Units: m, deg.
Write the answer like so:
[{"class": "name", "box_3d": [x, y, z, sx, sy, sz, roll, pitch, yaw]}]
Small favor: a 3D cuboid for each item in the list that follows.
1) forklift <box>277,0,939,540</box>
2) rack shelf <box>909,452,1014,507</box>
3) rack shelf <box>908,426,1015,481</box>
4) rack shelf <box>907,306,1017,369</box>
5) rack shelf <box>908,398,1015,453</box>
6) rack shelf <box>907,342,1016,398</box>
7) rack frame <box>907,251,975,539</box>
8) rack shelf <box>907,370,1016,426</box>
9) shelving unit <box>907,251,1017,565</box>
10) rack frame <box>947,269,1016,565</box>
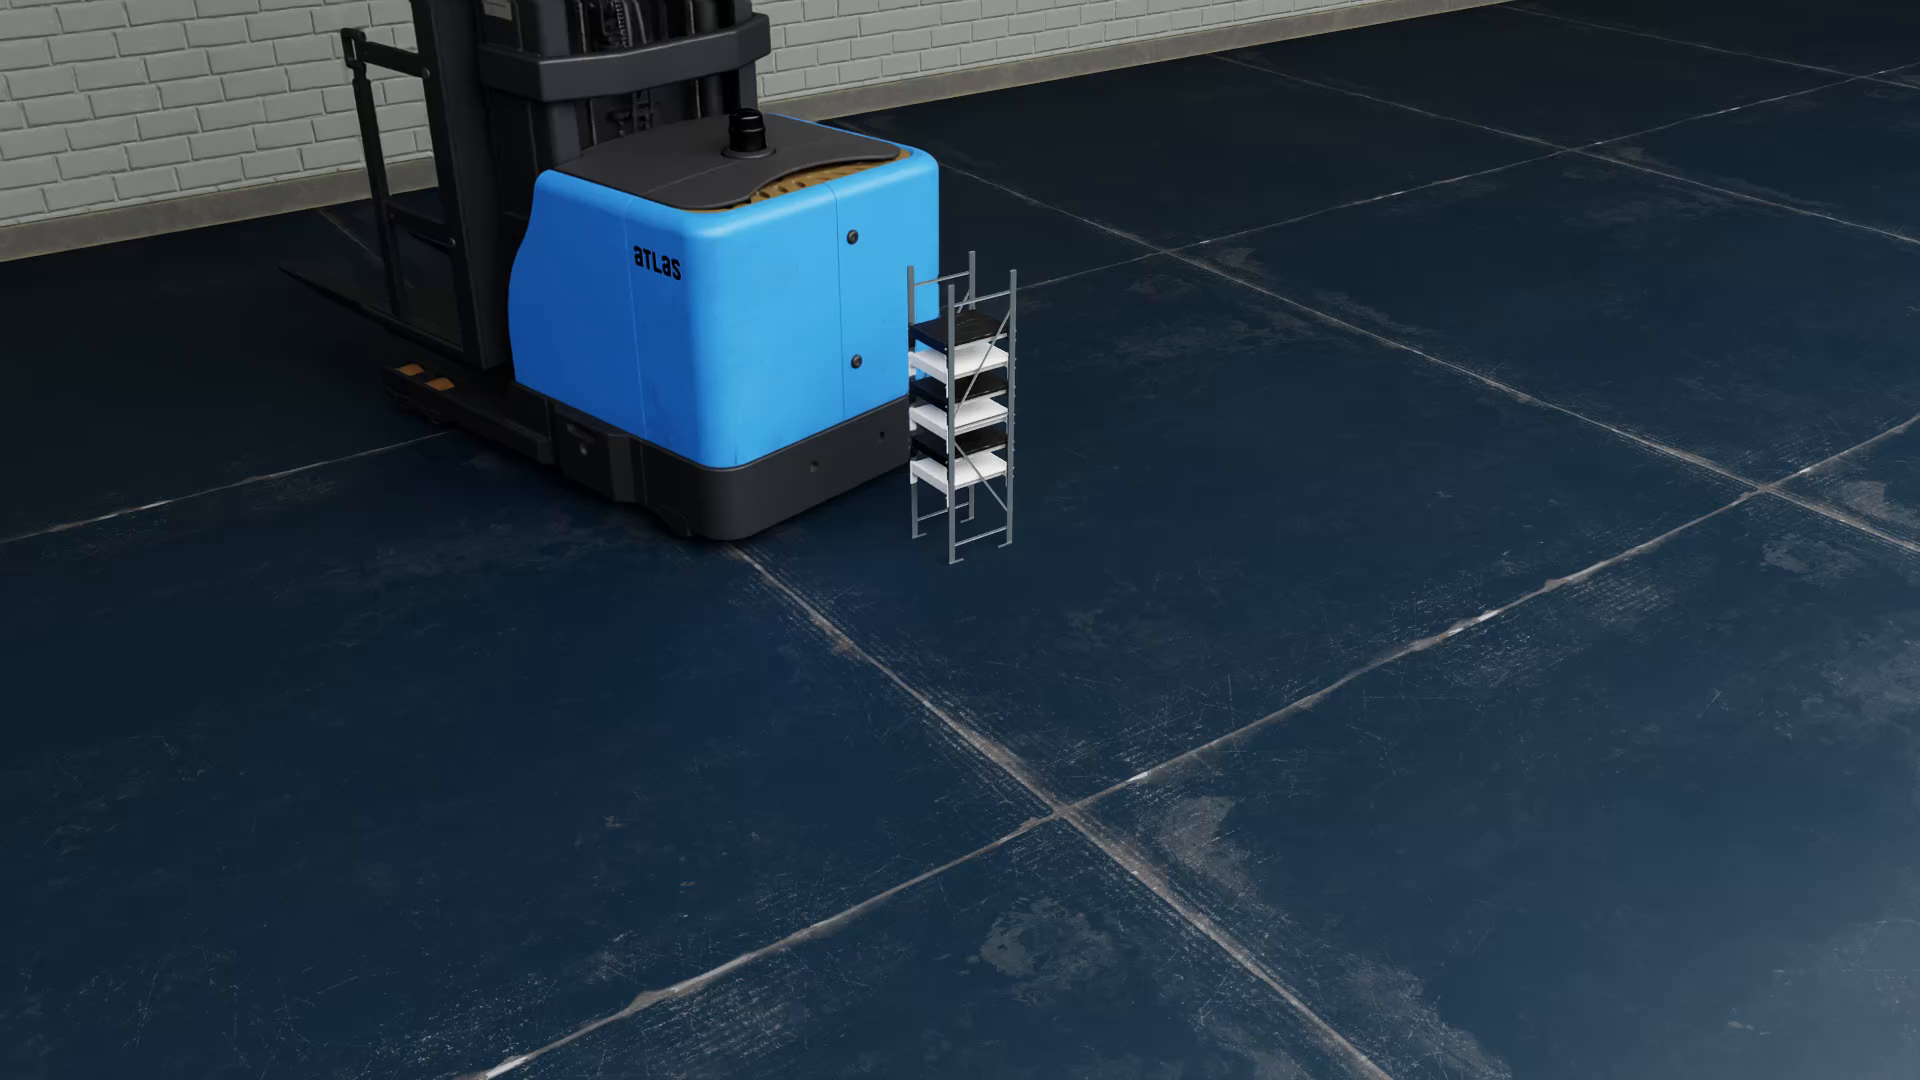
[{"class": "forklift", "box_3d": [-1.484, -1.872, 5.625, 3.031, 2.935, 1.130, 23, 36, 36]}, {"class": "rack shelf", "box_3d": [0.005, -0.205, 5.131, 0.258, 0.077, 0.200, -19, 34, -31]}, {"class": "rack shelf", "box_3d": [0.005, -0.284, 5.088, 0.258, 0.077, 0.200, -19, 34, -31]}, {"class": "rack shelf", "box_3d": [0.005, -0.600, 4.916, 0.258, 0.077, 0.200, -19, 34, -31]}, {"class": "rack shelf", "box_3d": [0.005, -0.363, 5.045, 0.258, 0.077, 0.200, -19, 34, -31]}, {"class": "rack shelf", "box_3d": [0.005, -0.521, 4.959, 0.258, 0.077, 0.200, -19, 34, -31]}, {"class": "rack frame", "box_3d": [-0.054, -0.432, 5.102, 0.240, 0.900, 0.006, -19, 34, -31]}, {"class": "rack shelf", "box_3d": [0.005, -0.442, 5.002, 0.258, 0.077, 0.200, -19, 34, -31]}, {"class": "shelving unit", "box_3d": [0.005, -0.392, 5.029, 0.258, 0.900, 0.210, -19, 34, -31]}, {"class": "rack frame", "box_3d": [0.064, -0.353, 4.957, 0.240, 0.900, 0.006, -19, 34, -31]}]
